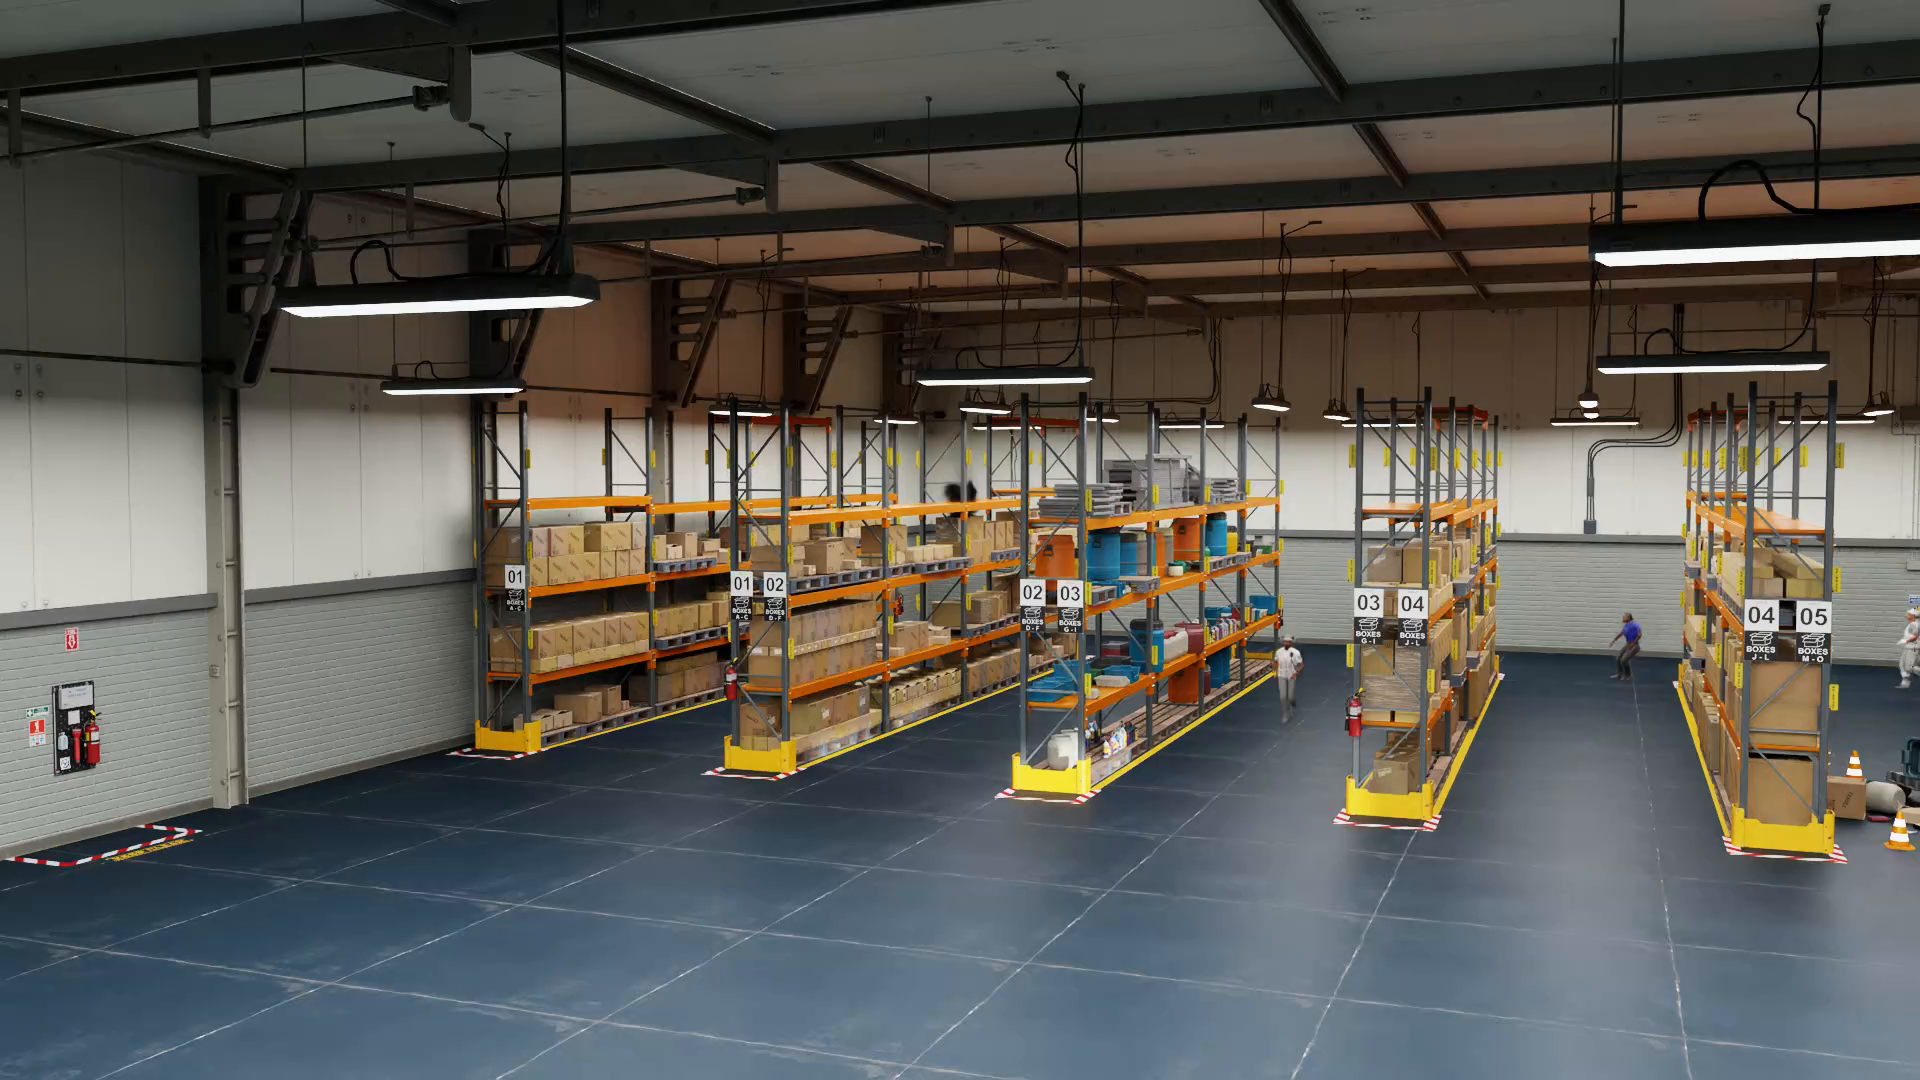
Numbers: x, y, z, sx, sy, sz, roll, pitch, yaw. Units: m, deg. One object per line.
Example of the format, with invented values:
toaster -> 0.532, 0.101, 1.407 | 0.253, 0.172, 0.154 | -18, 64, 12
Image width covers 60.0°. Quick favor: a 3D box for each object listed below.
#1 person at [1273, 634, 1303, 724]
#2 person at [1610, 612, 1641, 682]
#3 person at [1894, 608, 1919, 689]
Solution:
person -> 6.266, 2.626, 31.796 | 0.590, 1.683, 0.743 | 1, 3, 20
person -> 15.022, 2.414, 37.531 | 0.483, 1.590, 0.850 | -1, 3, -12
person -> 20.679, 2.365, 36.007 | 0.767, 1.770, 0.680 | 2, 3, 29
